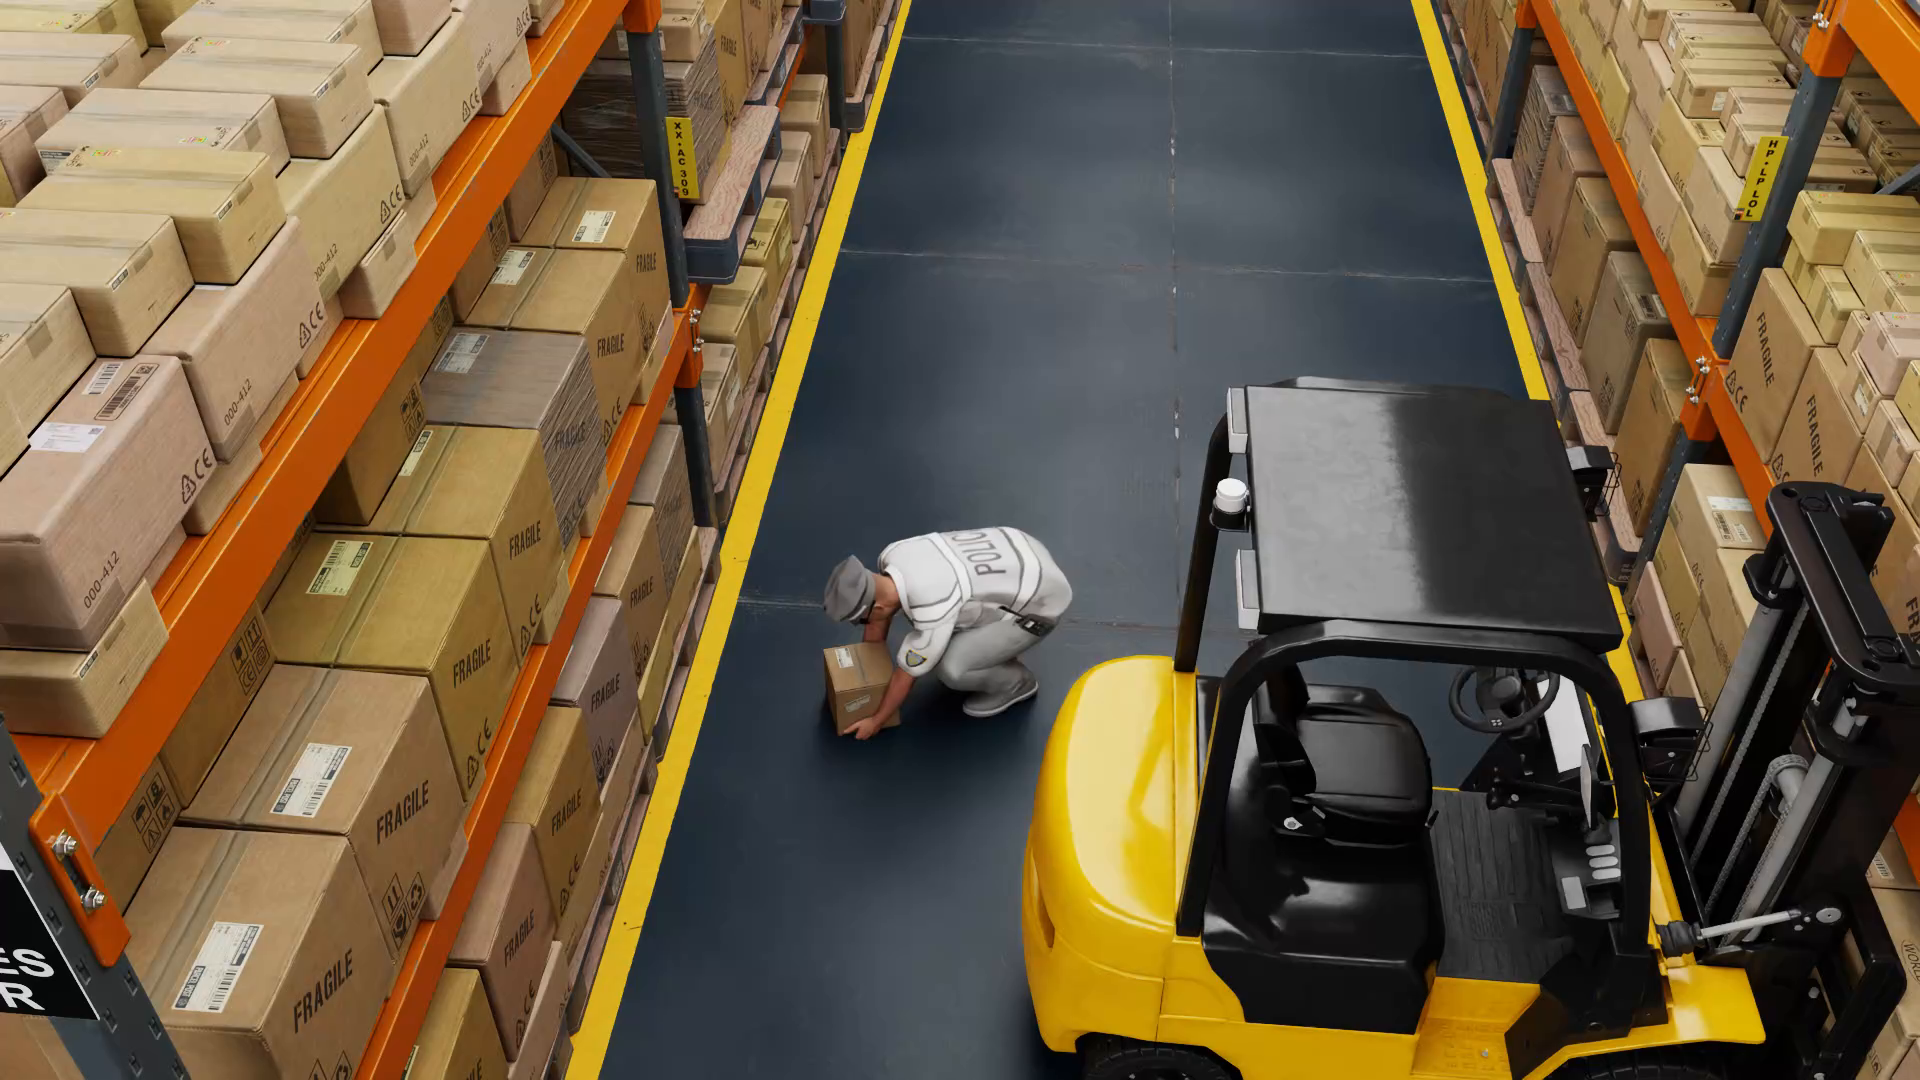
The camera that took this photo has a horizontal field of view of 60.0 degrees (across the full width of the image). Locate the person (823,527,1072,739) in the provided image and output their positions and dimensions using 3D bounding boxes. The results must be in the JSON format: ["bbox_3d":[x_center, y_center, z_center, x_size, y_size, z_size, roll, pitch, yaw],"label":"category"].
[{"bbox_3d":[-0.056,0.329,6.559,1.000,0.877,0.536,-13,42,-15],"label":"person"}]
